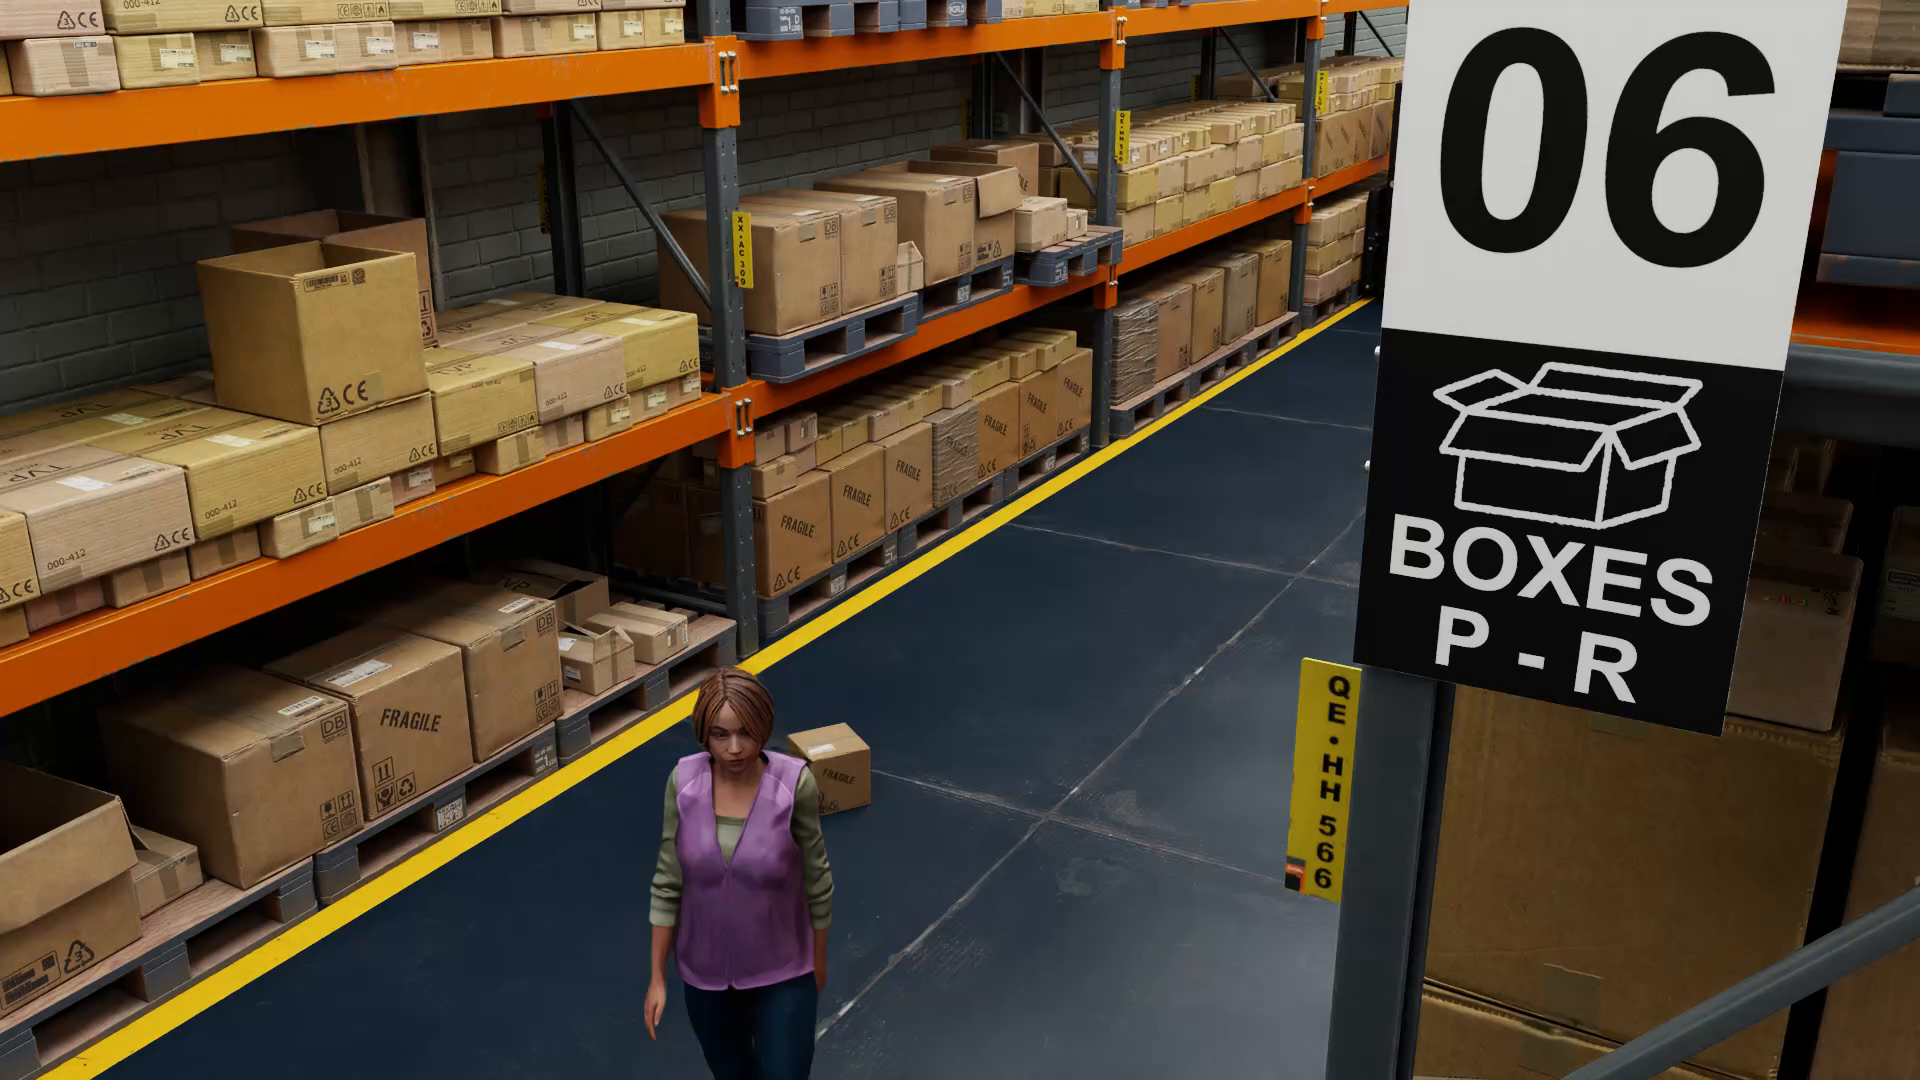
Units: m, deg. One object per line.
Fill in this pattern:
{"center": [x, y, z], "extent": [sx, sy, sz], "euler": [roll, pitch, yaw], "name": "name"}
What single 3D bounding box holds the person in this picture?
{"center": [-0.530, 1.073, 4.064], "extent": [0.430, 1.626, 0.451], "euler": [3, 20, 8], "name": "person"}
